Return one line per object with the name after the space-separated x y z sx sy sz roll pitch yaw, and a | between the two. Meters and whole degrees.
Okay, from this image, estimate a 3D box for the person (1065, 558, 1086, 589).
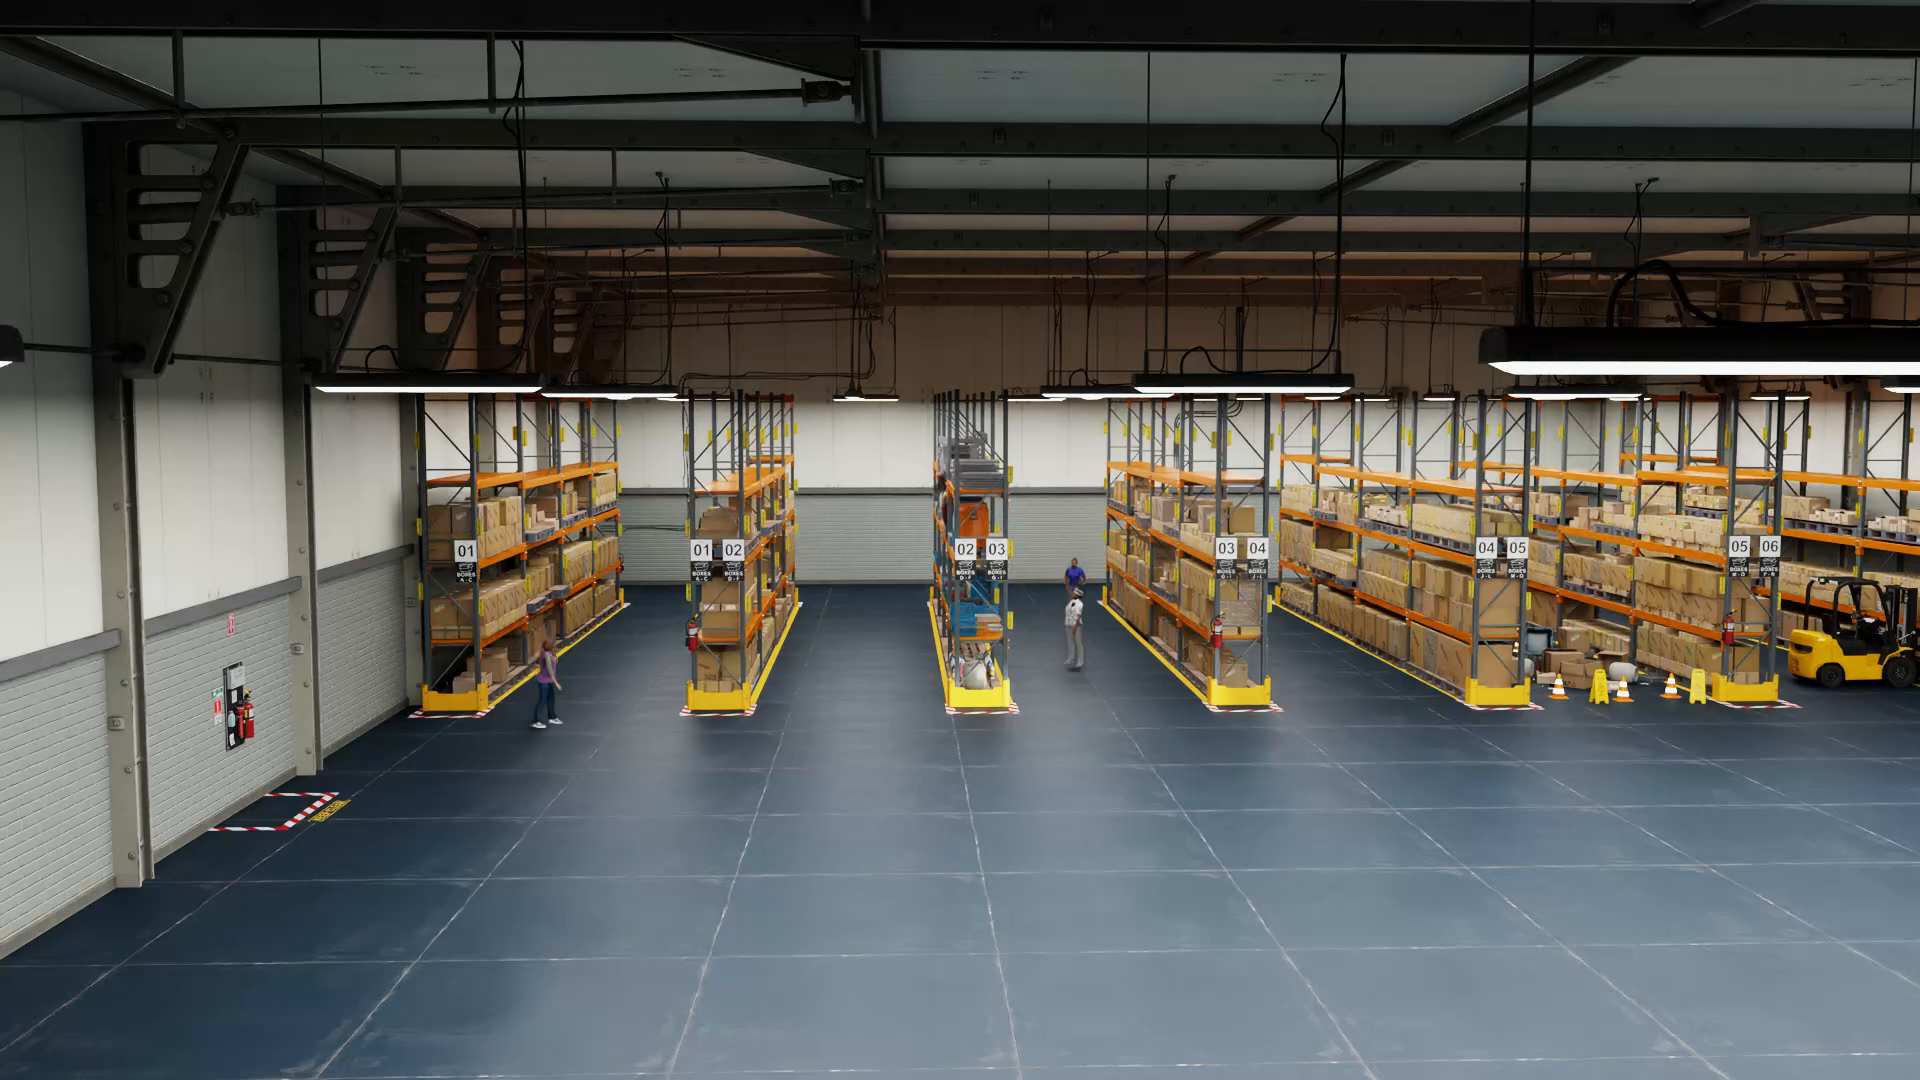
3.074 1.321 44.337 0.570 1.687 0.735 0 5 3 | person

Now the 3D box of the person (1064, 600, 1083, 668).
2.504 2.033 36.276 0.350 1.442 0.489 -5 7 -44 | person

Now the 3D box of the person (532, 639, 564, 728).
-7.343 2.540 29.570 0.535 1.594 0.565 -1 5 -12 | person
